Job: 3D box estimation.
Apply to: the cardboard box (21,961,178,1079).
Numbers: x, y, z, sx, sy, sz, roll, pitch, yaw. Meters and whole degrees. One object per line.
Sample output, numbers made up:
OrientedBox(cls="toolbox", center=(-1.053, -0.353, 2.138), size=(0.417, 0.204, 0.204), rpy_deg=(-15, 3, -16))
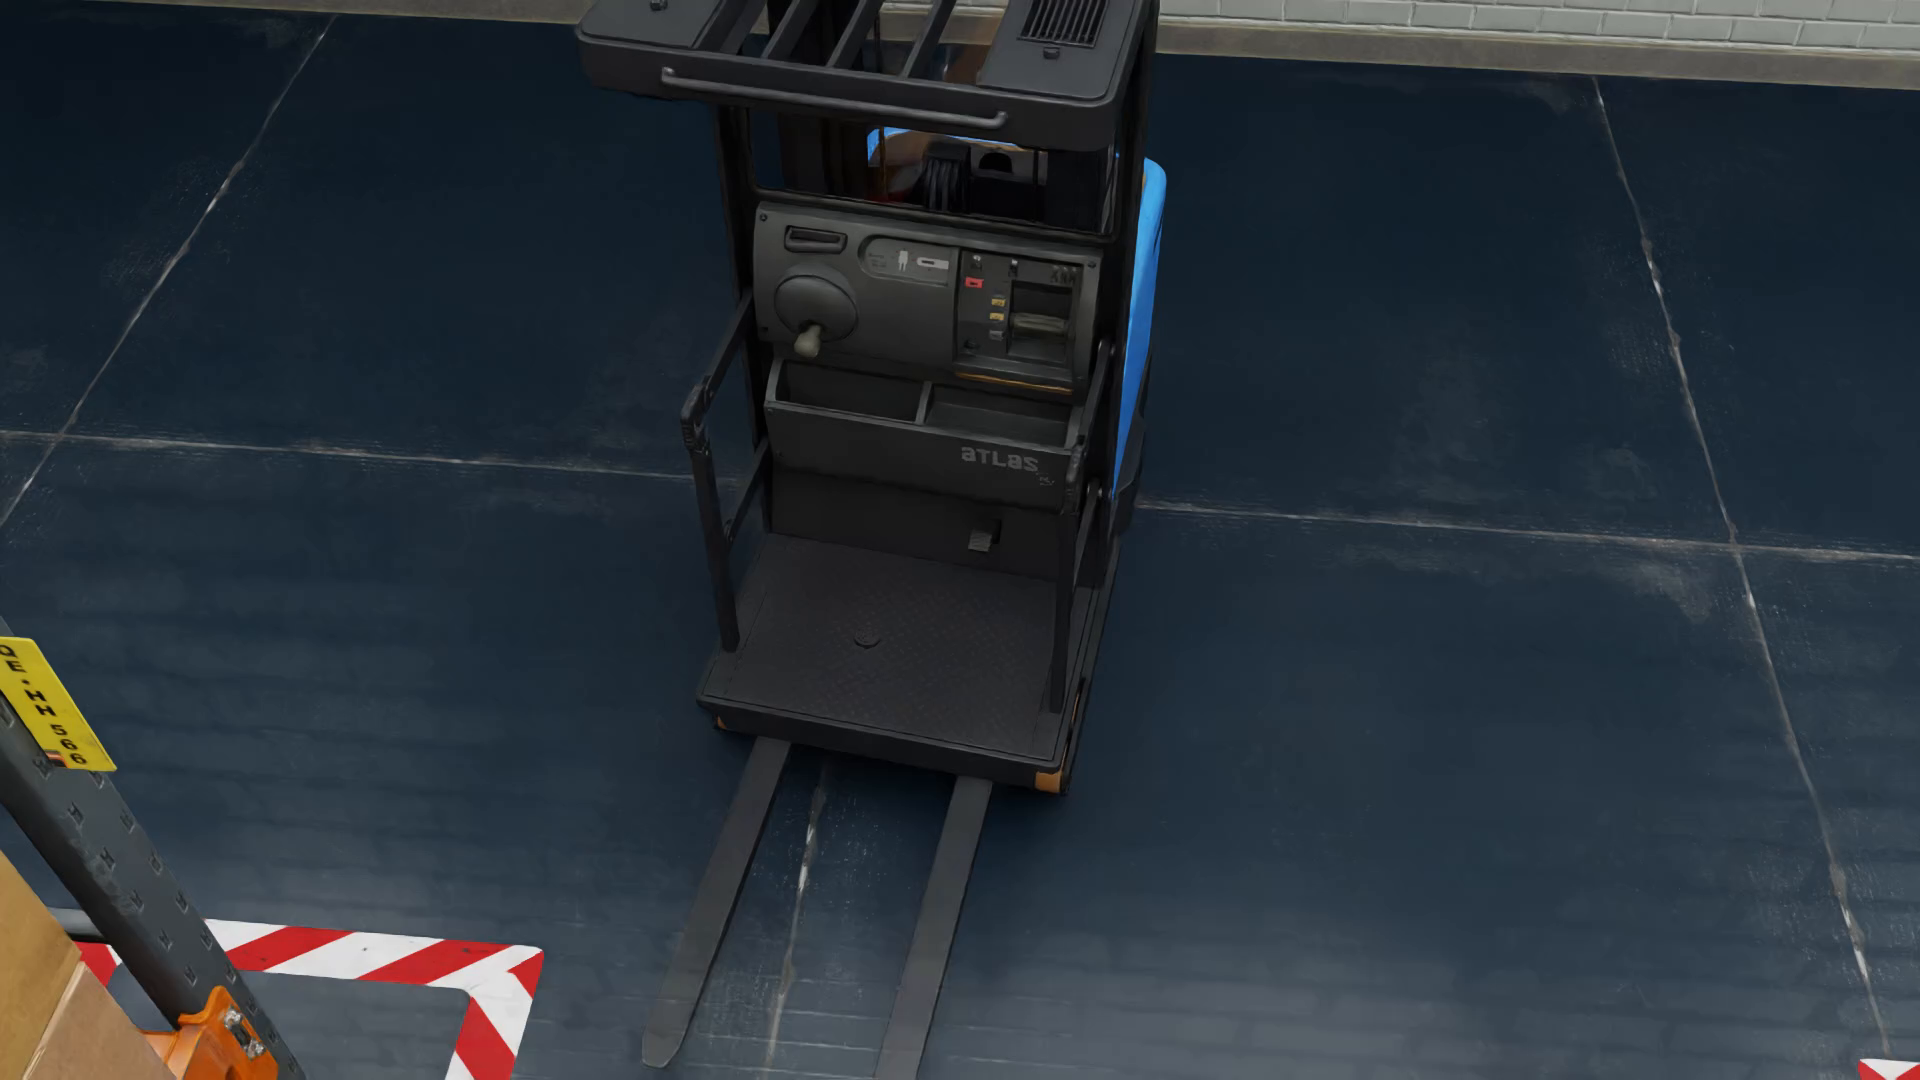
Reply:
OrientedBox(cls="cardboard box", center=(-1.692, 1.008, 2.727), size=(0.500, 0.500, 0.500), rpy_deg=(5, 48, 5))

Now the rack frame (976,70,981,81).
OrientedBox(cls="rack frame", center=(-0.028, -1.242, 6.164), size=(0.200, 1.050, 0.008), rpy_deg=(-28, 54, -27))

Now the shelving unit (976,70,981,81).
OrientedBox(cls="shelving unit", center=(0.048, -1.171, 6.100), size=(0.215, 1.050, 0.252), rpy_deg=(-28, 54, -27))

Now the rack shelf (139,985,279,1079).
OrientedBox(cls="rack shelf", center=(-2.104, 2.407, 2.003), size=(1.077, 0.370, 4.000), rpy_deg=(4, 48, 4))

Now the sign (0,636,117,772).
OrientedBox(cls="sign", center=(-1.371, 0.249, 2.491), size=(0.100, 0.325, 0.005), rpy_deg=(4, 48, 4))

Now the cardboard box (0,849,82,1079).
OrientedBox(cls="cardboard box", center=(-1.689, 0.669, 2.360), size=(0.500, 0.500, 0.500), rpy_deg=(3, 48, 3))

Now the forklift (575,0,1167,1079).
OrientedBox(cls="forklift", center=(-0.142, -0.538, 4.256), size=(1.130, 2.935, 3.031), rpy_deg=(10, 48, 9))
